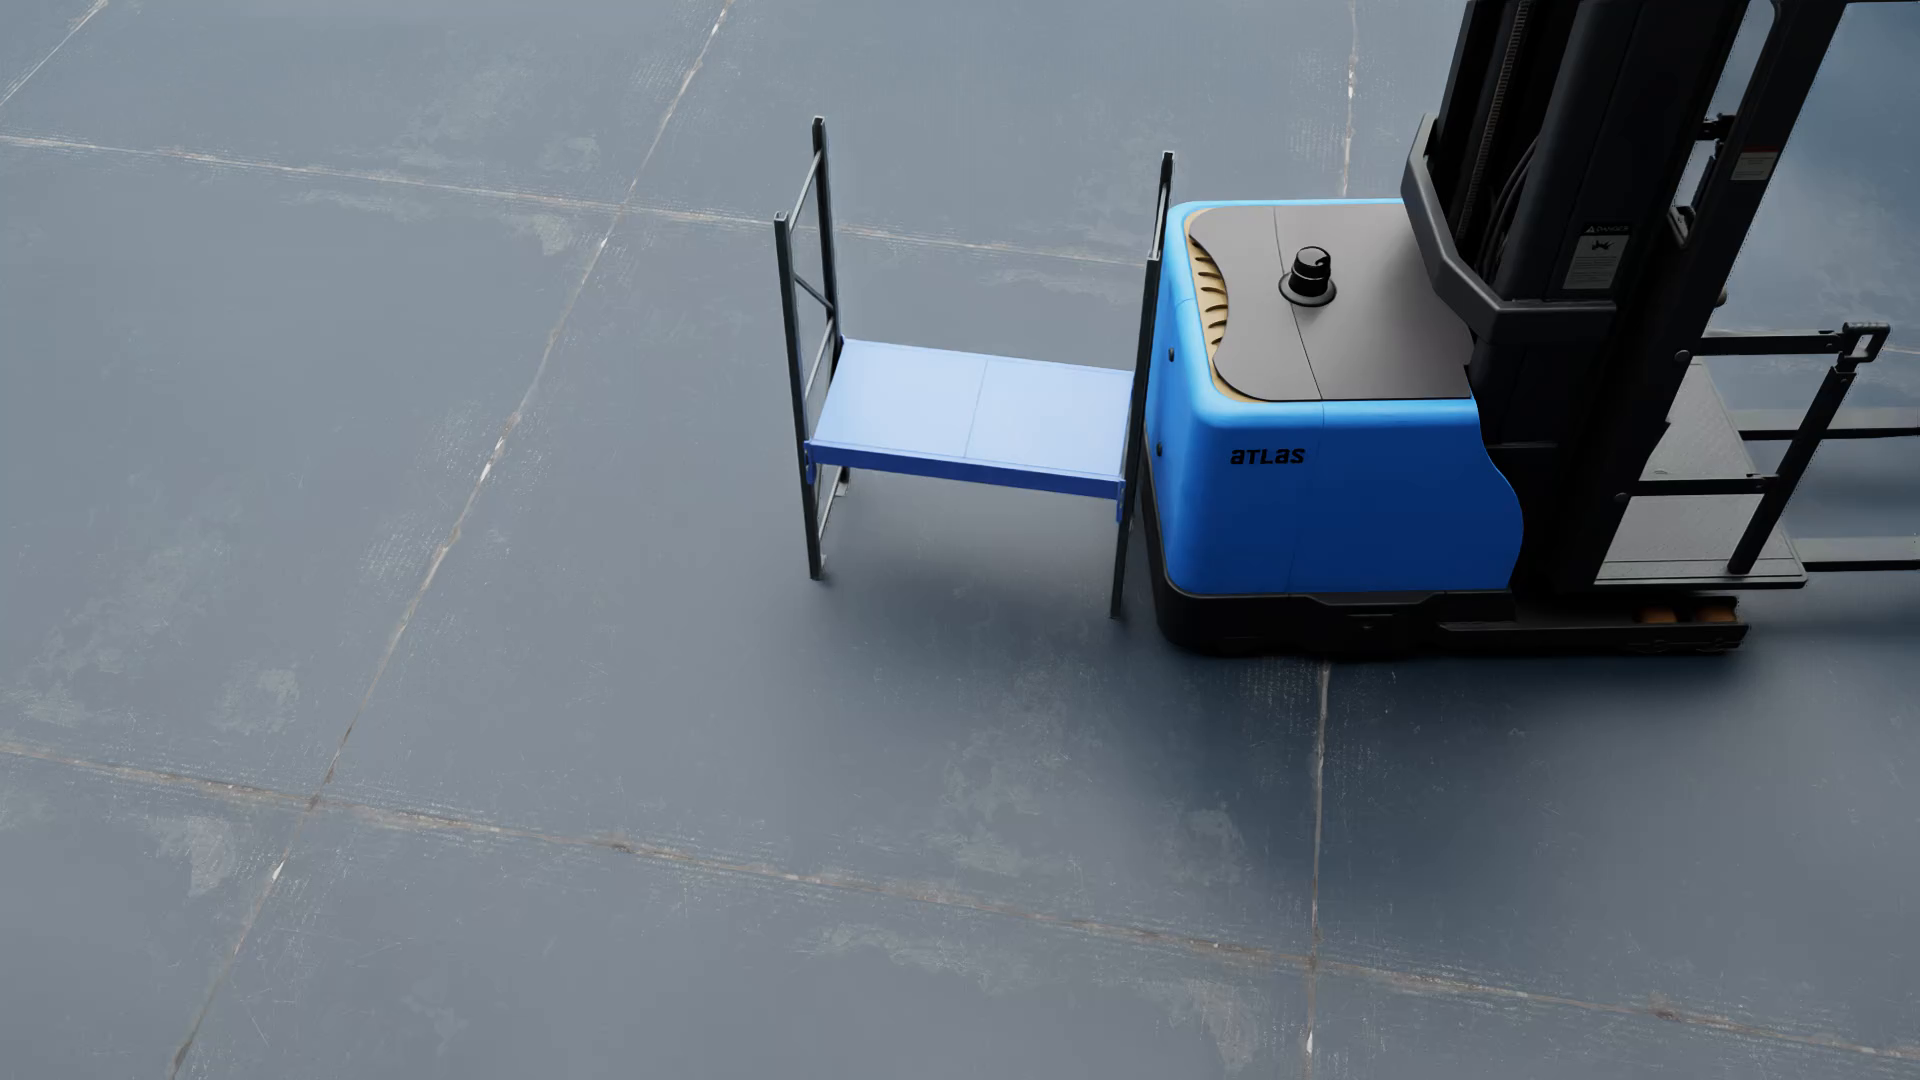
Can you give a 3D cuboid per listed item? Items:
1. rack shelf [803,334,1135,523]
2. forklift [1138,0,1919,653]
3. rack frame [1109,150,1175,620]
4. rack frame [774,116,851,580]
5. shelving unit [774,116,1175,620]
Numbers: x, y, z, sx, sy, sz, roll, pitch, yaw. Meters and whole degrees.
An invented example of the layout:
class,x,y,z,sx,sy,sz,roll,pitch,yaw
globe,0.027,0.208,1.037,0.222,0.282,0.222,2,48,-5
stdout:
class,x,y,z,sx,sy,sz,roll,pitch,yaw
rack shelf,0.052,-0.366,5.312,1.000,0.185,0.538,7,48,6
forklift,2.147,-1.007,4.685,3.031,2.935,1.130,-1,48,-1
rack frame,0.553,-0.422,5.121,0.032,1.500,0.500,7,48,6
rack frame,-0.450,-0.550,5.235,0.032,1.500,0.500,7,48,6
shelving unit,0.052,-0.486,5.178,1.048,1.500,0.538,7,48,6
